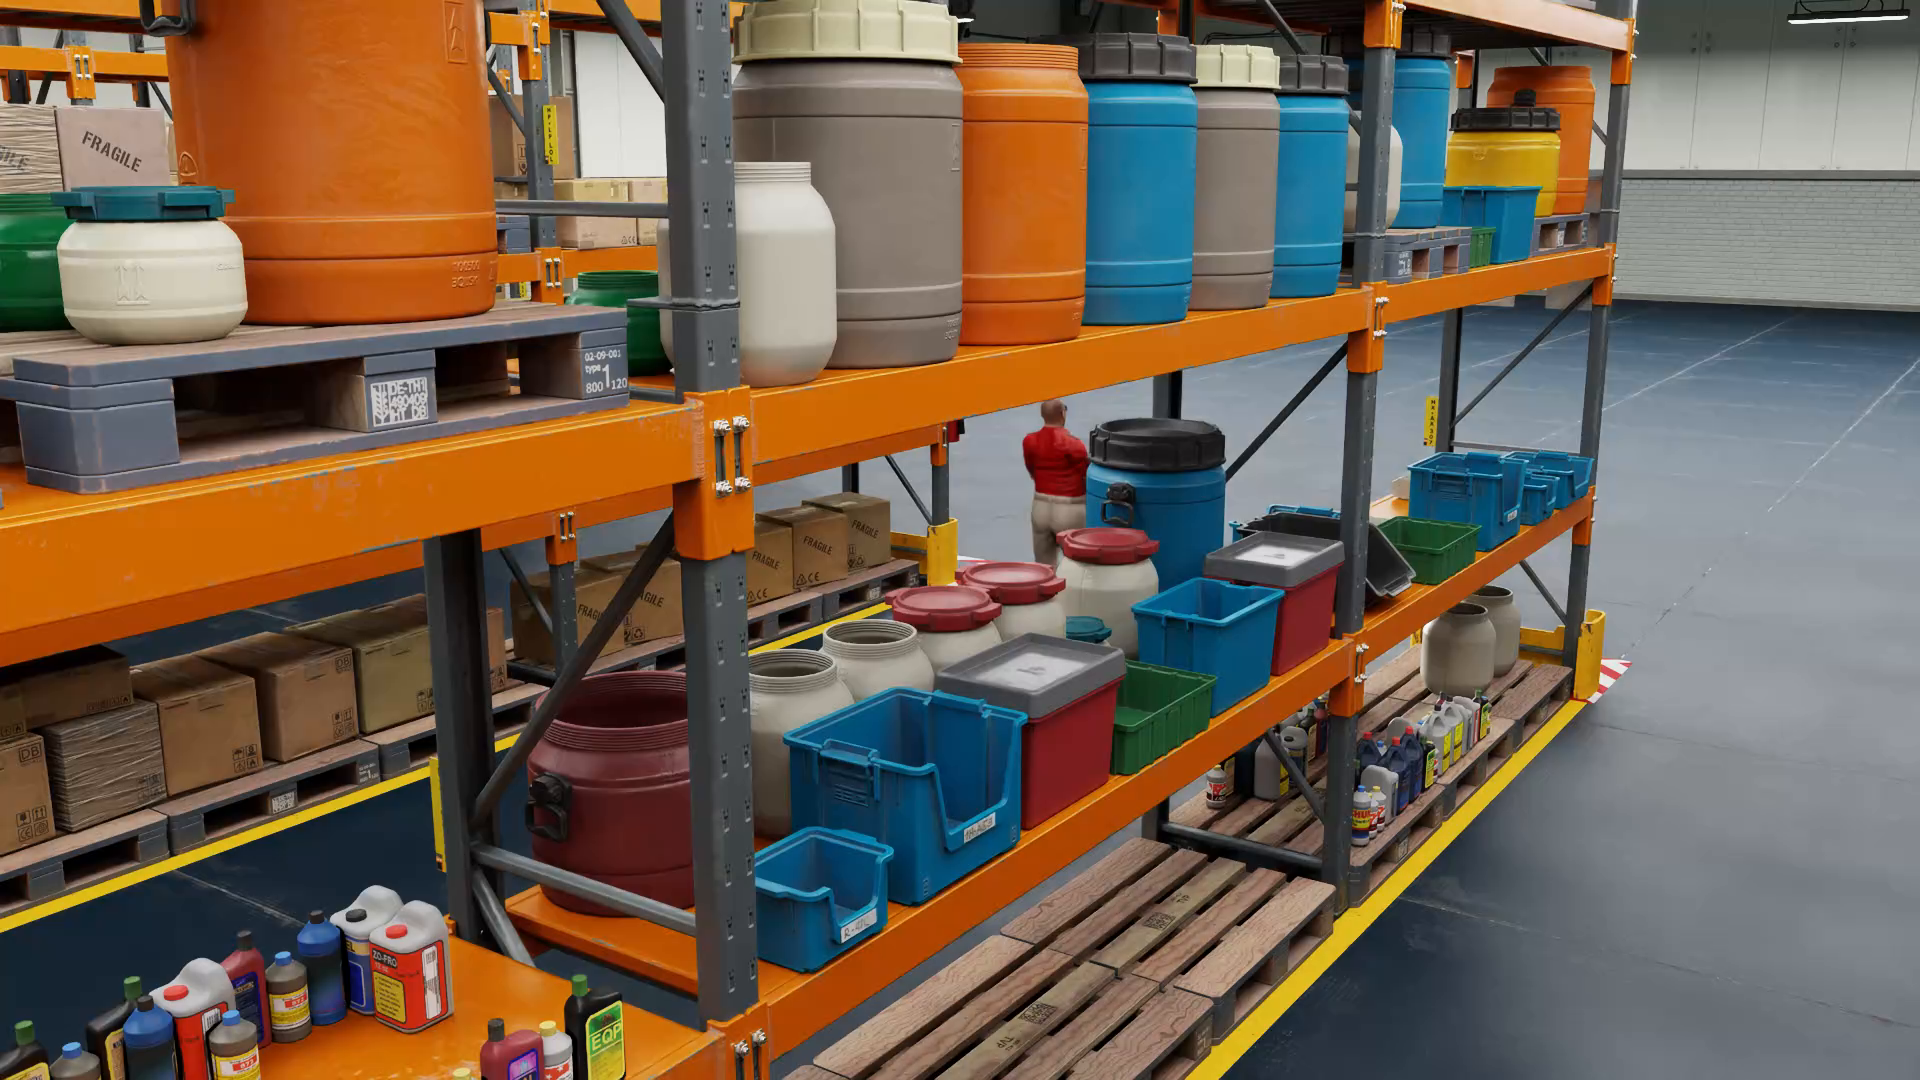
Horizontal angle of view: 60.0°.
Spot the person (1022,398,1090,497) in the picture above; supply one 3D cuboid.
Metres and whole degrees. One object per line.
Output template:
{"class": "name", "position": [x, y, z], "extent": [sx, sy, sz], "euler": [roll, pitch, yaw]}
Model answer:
{"class": "person", "position": [0.733, -0.572, 11.698], "extent": [0.507, 0.918, 0.515], "euler": [8, 15, 33]}
